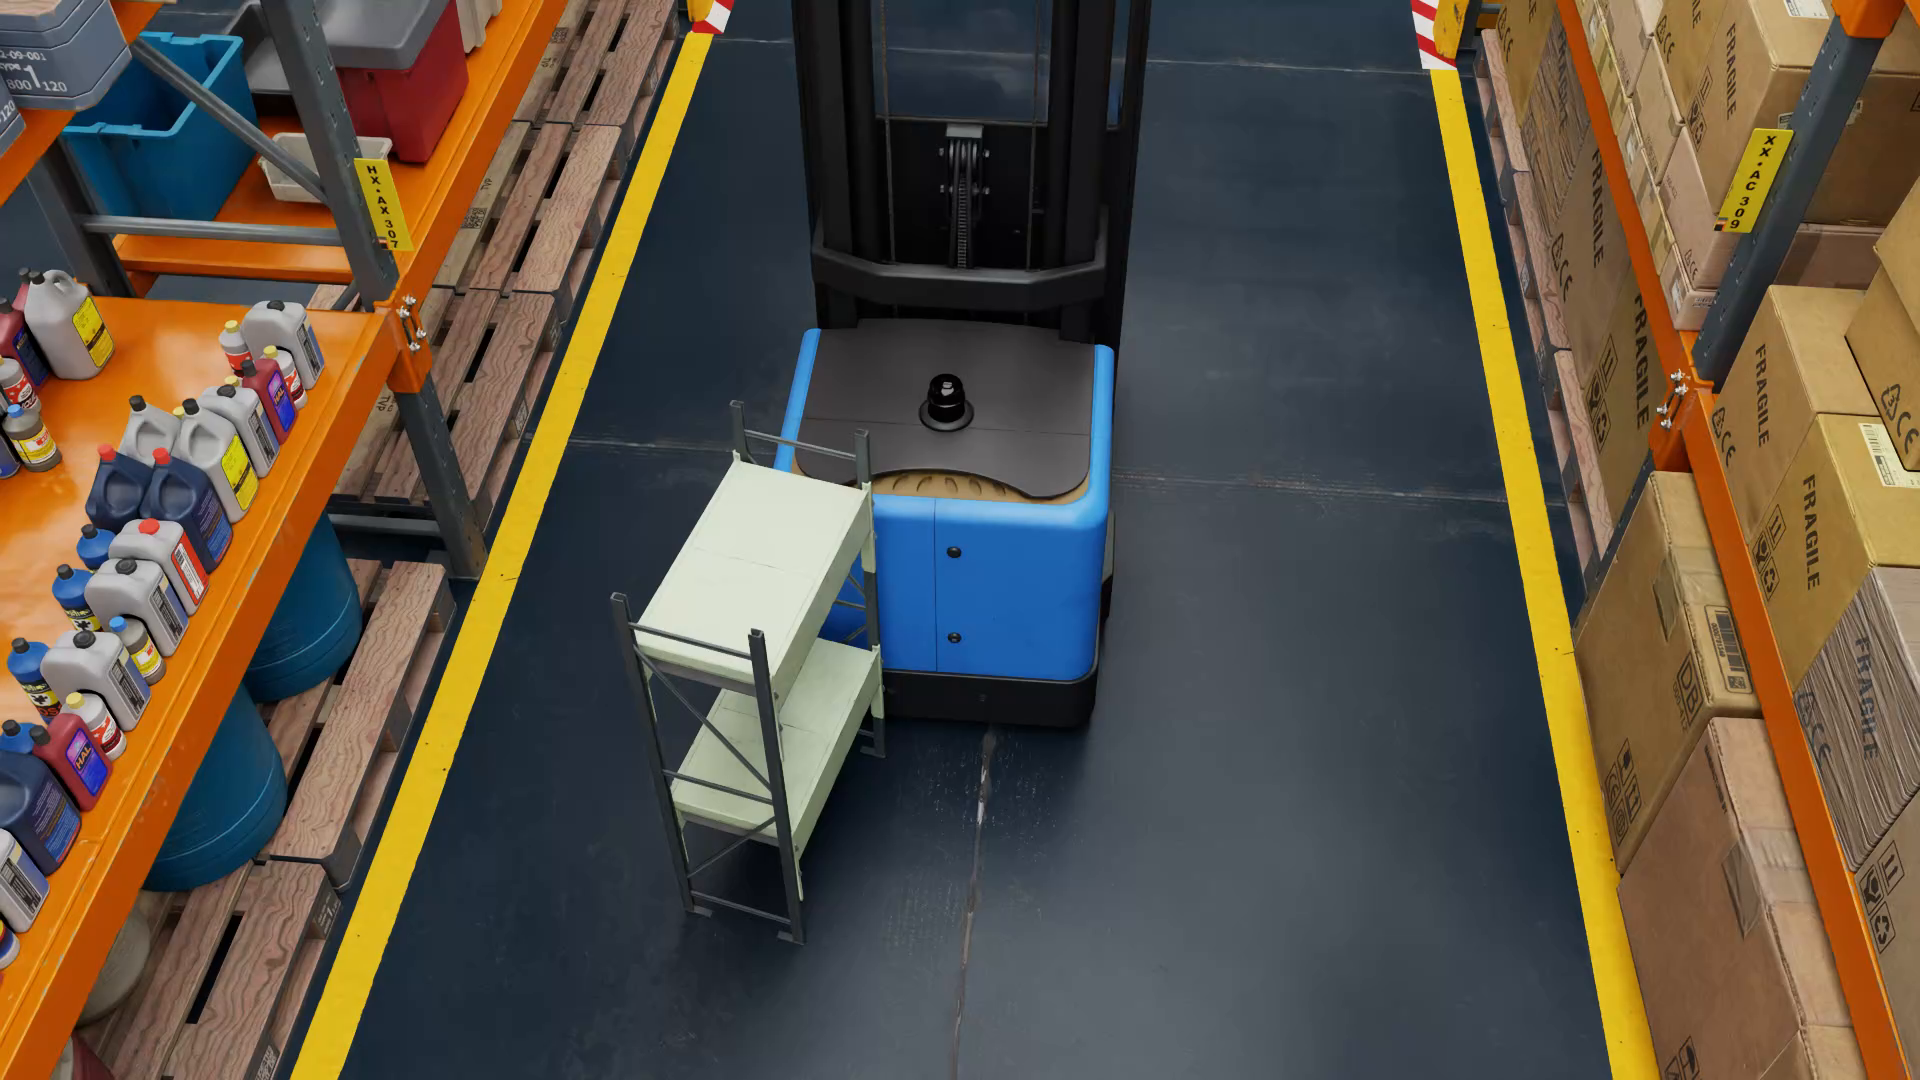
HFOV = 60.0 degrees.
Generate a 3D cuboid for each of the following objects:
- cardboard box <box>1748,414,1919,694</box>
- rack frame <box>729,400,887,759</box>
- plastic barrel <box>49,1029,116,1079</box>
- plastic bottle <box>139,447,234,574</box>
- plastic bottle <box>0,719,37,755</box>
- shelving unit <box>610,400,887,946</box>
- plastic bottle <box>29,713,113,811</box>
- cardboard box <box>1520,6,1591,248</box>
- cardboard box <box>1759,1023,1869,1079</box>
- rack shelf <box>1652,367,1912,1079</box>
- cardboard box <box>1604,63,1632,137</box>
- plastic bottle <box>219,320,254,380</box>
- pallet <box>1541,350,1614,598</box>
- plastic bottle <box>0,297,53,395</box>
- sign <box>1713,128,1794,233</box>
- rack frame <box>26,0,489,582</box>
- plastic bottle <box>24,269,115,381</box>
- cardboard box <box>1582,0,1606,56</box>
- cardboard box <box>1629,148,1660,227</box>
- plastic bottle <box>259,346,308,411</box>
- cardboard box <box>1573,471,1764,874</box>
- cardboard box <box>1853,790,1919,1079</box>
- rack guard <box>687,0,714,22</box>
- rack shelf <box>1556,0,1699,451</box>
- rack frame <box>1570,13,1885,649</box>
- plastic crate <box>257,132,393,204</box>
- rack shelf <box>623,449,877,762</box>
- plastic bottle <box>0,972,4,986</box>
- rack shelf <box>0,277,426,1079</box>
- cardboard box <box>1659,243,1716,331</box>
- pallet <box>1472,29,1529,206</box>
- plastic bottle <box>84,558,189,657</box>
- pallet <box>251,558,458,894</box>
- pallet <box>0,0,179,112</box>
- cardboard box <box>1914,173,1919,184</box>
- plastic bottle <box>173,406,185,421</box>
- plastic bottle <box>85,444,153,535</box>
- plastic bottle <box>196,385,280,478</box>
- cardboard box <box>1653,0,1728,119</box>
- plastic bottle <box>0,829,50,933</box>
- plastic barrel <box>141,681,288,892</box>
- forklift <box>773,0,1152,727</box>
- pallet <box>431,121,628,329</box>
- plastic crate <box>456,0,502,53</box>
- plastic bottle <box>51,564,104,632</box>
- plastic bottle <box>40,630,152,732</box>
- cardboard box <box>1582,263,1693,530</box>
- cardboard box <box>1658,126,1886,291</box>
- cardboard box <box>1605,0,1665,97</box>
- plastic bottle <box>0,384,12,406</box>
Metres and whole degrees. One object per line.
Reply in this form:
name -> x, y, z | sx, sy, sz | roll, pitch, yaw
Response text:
cardboard box -> 2.339, 0.053, 4.101 | 0.500, 0.500, 0.500 | 4, 48, 4
rack frame -> -0.439, 0.174, 5.074 | 0.400, 1.500, 0.023 | 14, 49, 12
plastic barrel -> -2.491, 1.484, 4.210 | 0.600, 0.588, 0.708 | 4, 48, 4
plastic bottle -> -2.032, -0.087, 4.330 | 0.144, 0.351, 0.185 | 4, 48, 4
plastic bottle -> -2.140, 0.507, 3.841 | 0.097, 0.271, 0.097 | 0, 48, 0
shelving unit -> -0.553, 0.431, 4.839 | 0.431, 1.500, 0.755 | 14, 49, 12
plastic bottle -> -2.059, 0.495, 3.844 | 0.061, 0.283, 0.133 | 4, 48, 4
cardboard box -> 2.978, -1.824, 7.040 | 0.875, 0.875, 0.875 | 4, 48, 4
cardboard box -> 2.483, 1.750, 3.772 | 1.225, 0.875, 0.875 | 4, 48, 4
rack shelf -> 2.493, 1.108, 3.691 | 1.077, 0.370, 4.000 | 4, 48, 4
cardboard box -> 2.470, -1.522, 5.779 | 0.380, 0.149, 0.250 | 5, 48, 4
plastic bottle -> -2.097, -0.553, 4.858 | 0.097, 0.201, 0.097 | 0, 48, 0
pallet -> 2.822, -0.216, 6.305 | 1.003, 0.211, 1.213 | 4, 48, 4
plastic bottle -> -2.728, -0.559, 4.807 | 0.061, 0.283, 0.133 | 4, 48, 4
sign -> 2.122, -0.959, 4.454 | 0.100, 0.325, 0.005 | 4, 48, 4
rack frame -> -2.257, -0.937, 5.074 | 1.000, 3.000, 0.127 | 4, 48, 4
plastic bottle -> -2.616, -0.654, 4.849 | 0.144, 0.351, 0.185 | 4, 48, 4
cardboard box -> 2.518, -1.897, 6.122 | 0.380, 0.149, 0.250 | 5, 48, 4
cardboard box -> 2.424, -1.143, 5.433 | 0.380, 0.149, 0.250 | 3, 48, 3
plastic bottle -> -1.954, -0.472, 4.783 | 0.097, 0.201, 0.097 | 0, 48, 0
cardboard box -> 2.637, 0.443, 4.967 | 1.225, 0.875, 0.875 | 4, 48, 4
cardboard box -> 2.251, 0.801, 3.417 | 0.500, 0.500, 0.500 | 5, 48, 4
rack guard -> -1.903, -3.051, 8.702 | 1.175, 0.500, 0.348 | 4, 48, 4
rack shelf -> 2.857, -1.831, 6.379 | 1.077, 0.370, 4.000 | 4, 48, 4
rack frame -> 2.675, -0.604, 4.770 | 1.000, 3.000, 0.127 | 4, 48, 4
plastic crate -> -2.072, -1.201, 5.453 | 0.396, 0.136, 0.243 | 4, 48, 4
rack shelf -> -0.553, 0.168, 4.551 | 0.431, 0.370, 0.720 | 14, 49, 12
plastic bottle -> -2.110, 0.899, 3.474 | 0.061, 0.283, 0.133 | 4, 48, 4
rack shelf -> -2.439, 0.775, 3.996 | 1.077, 0.370, 4.000 | 4, 48, 4
cardboard box -> 2.377, -0.765, 5.087 | 0.380, 0.149, 0.250 | 4, 48, 4
pallet -> 3.045, -2.009, 7.945 | 1.003, 0.211, 1.213 | 4, 48, 4
plastic bottle -> -2.063, 0.154, 4.160 | 0.152, 0.276, 0.135 | 4, 48, 4
pallet -> -2.369, 0.568, 5.587 | 1.003, 0.211, 1.213 | 4, 48, 4
pallet -> -2.231, -1.303, 3.504 | 1.213, 0.211, 1.003 | 4, 48, 4
cardboard box -> 2.973, -1.242, 4.745 | 0.500, 0.500, 0.500 | 4, 48, 4
plastic bottle -> -2.130, -0.285, 4.612 | 0.097, 0.201, 0.097 | 0, 48, 0
plastic bottle -> -2.175, -0.097, 4.339 | 0.144, 0.351, 0.185 | 4, 48, 4
plastic bottle -> -2.004, -0.315, 4.590 | 0.152, 0.276, 0.135 | 4, 48, 4
cardboard box -> 2.501, -1.631, 5.100 | 0.500, 0.500, 0.500 | 4, 48, 4
plastic bottle -> -2.134, 0.729, 3.635 | 0.152, 0.276, 0.135 | 4, 48, 4
plastic barrel -> -2.388, 0.548, 4.853 | 0.600, 0.901, 0.708 | 4, 48, 4
forklift -> 0.055, -1.452, 5.592 | 1.130, 2.935, 3.031 | 4, 48, 3
pallet -> -2.120, -1.438, 7.422 | 1.003, 0.211, 1.213 | 4, 48, 4
plastic crate -> -1.935, -2.027, 6.111 | 0.437, 0.282, 0.530 | 4, 48, 4
plastic bottle -> -2.189, 0.161, 4.157 | 0.097, 0.271, 0.097 | 0, 48, 0
plastic bottle -> -2.084, 0.324, 4.005 | 0.152, 0.276, 0.135 | 4, 48, 4
cardboard box -> 2.815, -0.508, 5.837 | 0.875, 0.875, 0.875 | 4, 48, 4
cardboard box -> 2.454, -0.996, 5.028 | 0.500, 0.250, 0.500 | 3, 48, 3
cardboard box -> 2.545, -1.751, 5.719 | 0.500, 0.250, 0.500 | 5, 48, 4
plastic bottle -> -2.729, -0.397, 4.668 | 0.097, 0.271, 0.097 | 0, 48, 0
